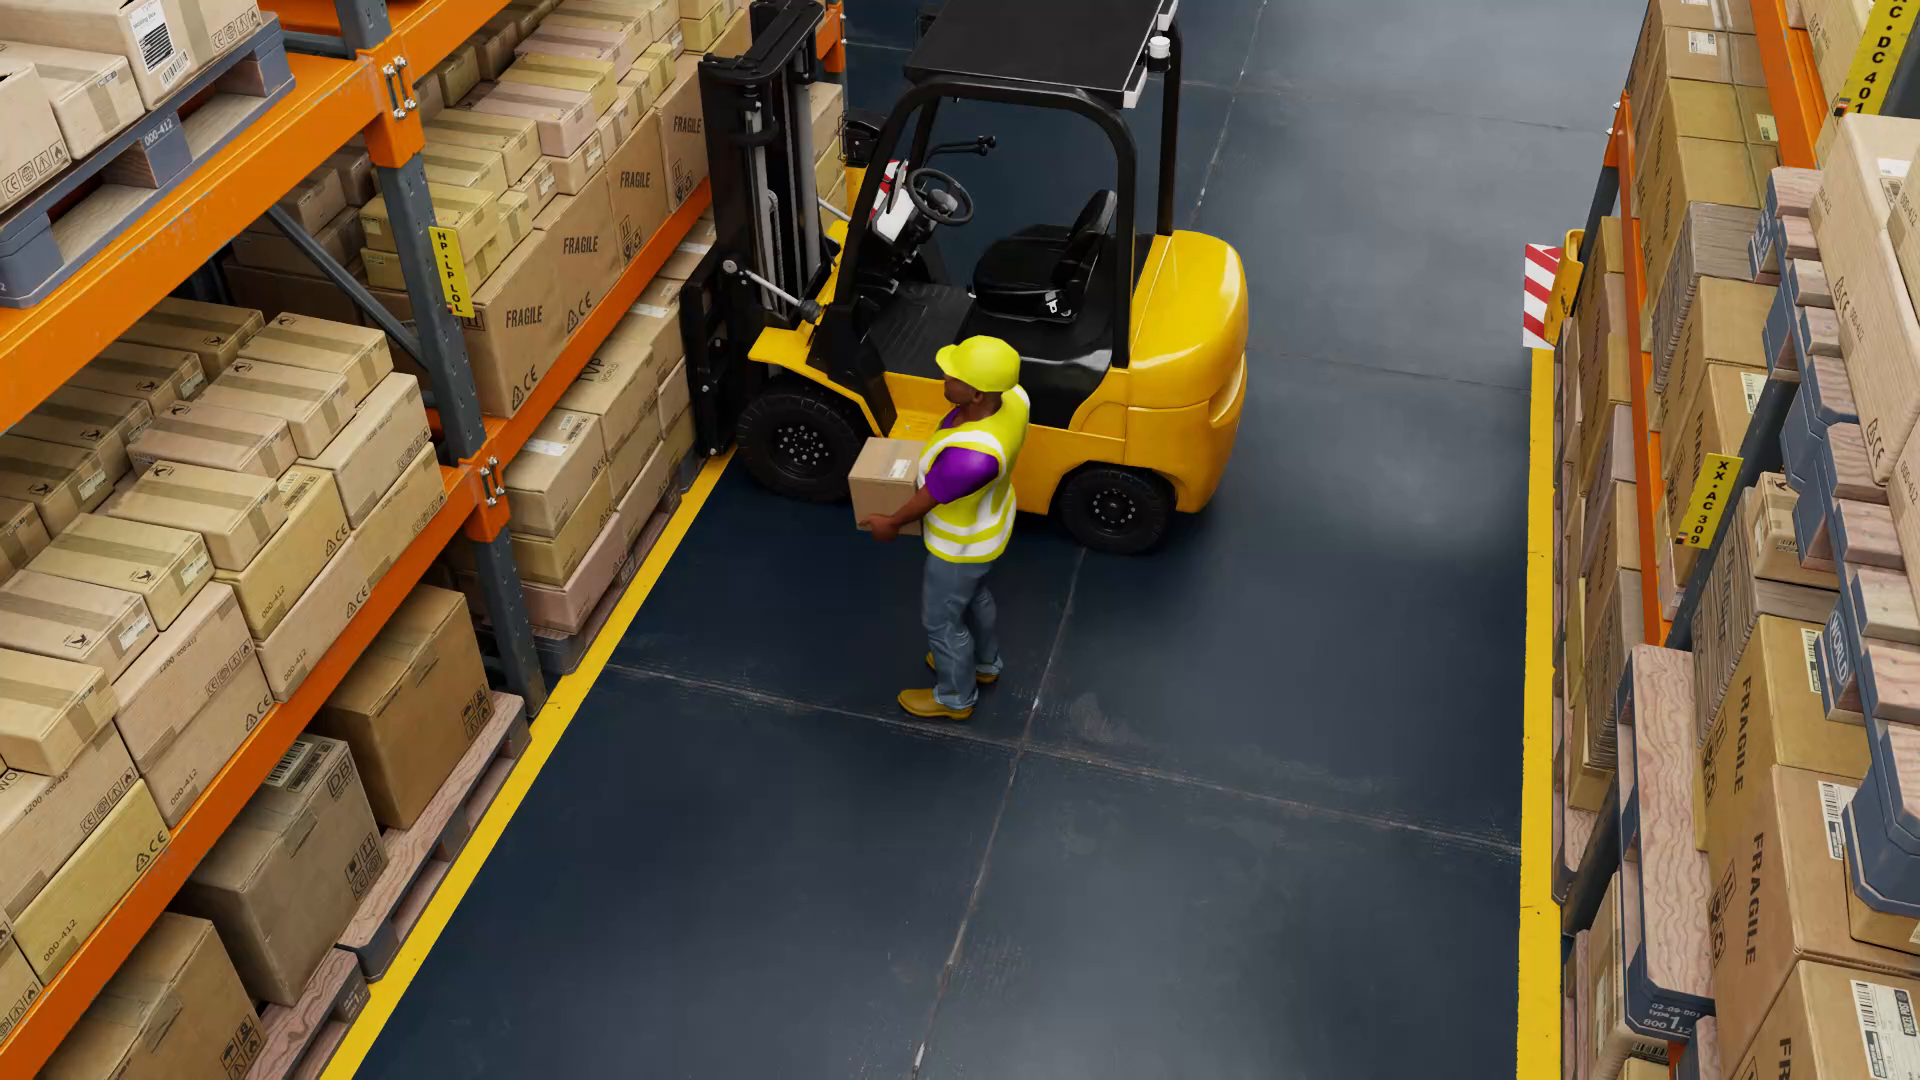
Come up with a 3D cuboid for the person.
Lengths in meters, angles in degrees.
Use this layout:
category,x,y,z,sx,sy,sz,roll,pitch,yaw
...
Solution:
category,x,y,z,sx,sy,sz,roll,pitch,yaw
person,-0.066,-0.042,6.193,0.577,1.761,0.502,10,42,11
